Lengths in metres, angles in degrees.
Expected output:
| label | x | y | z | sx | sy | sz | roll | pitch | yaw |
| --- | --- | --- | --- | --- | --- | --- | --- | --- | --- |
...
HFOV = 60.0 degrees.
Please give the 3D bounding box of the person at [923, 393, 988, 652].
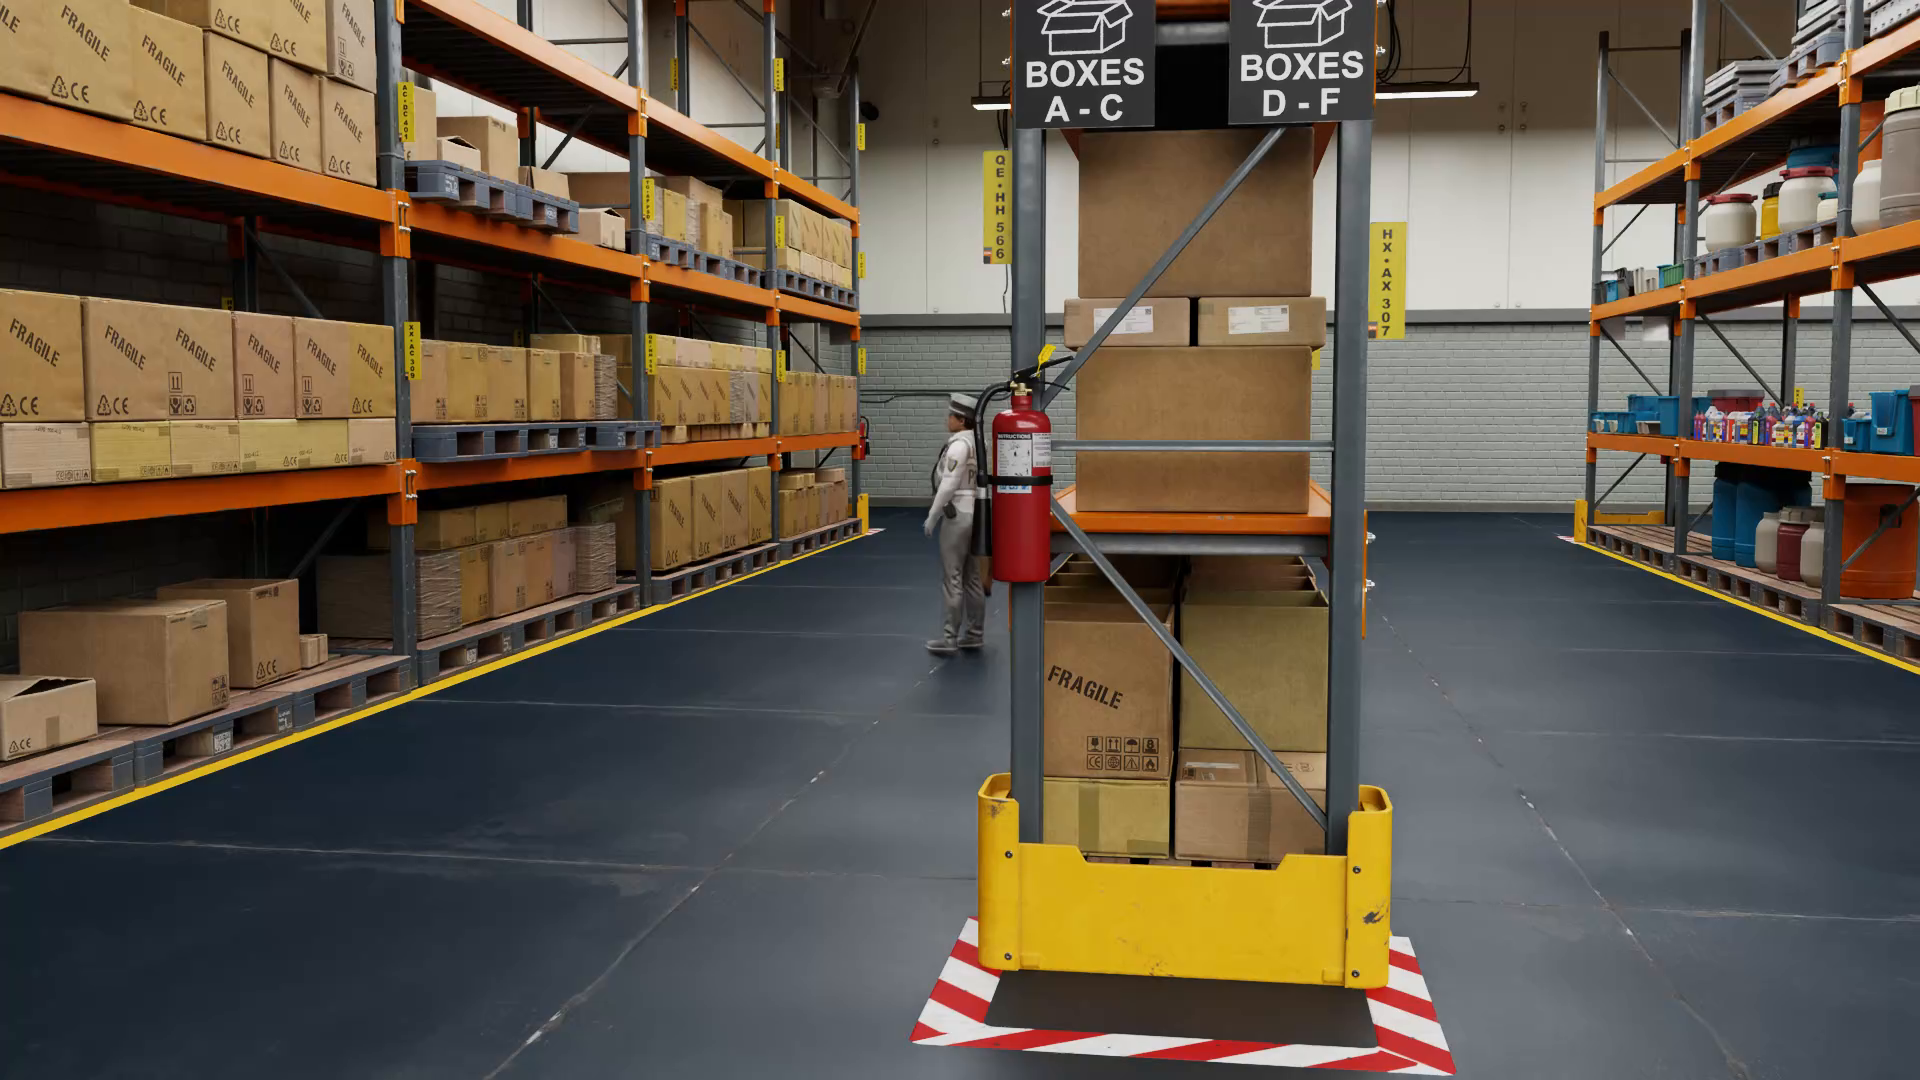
| label | x | y | z | sx | sy | sz | roll | pitch | yaw |
| --- | --- | --- | --- | --- | --- | --- | --- | --- | --- |
| person | -0.012 | -0.111 | 10.889 | 0.415 | 1.697 | 0.534 | 2 | 5 | 24 |
